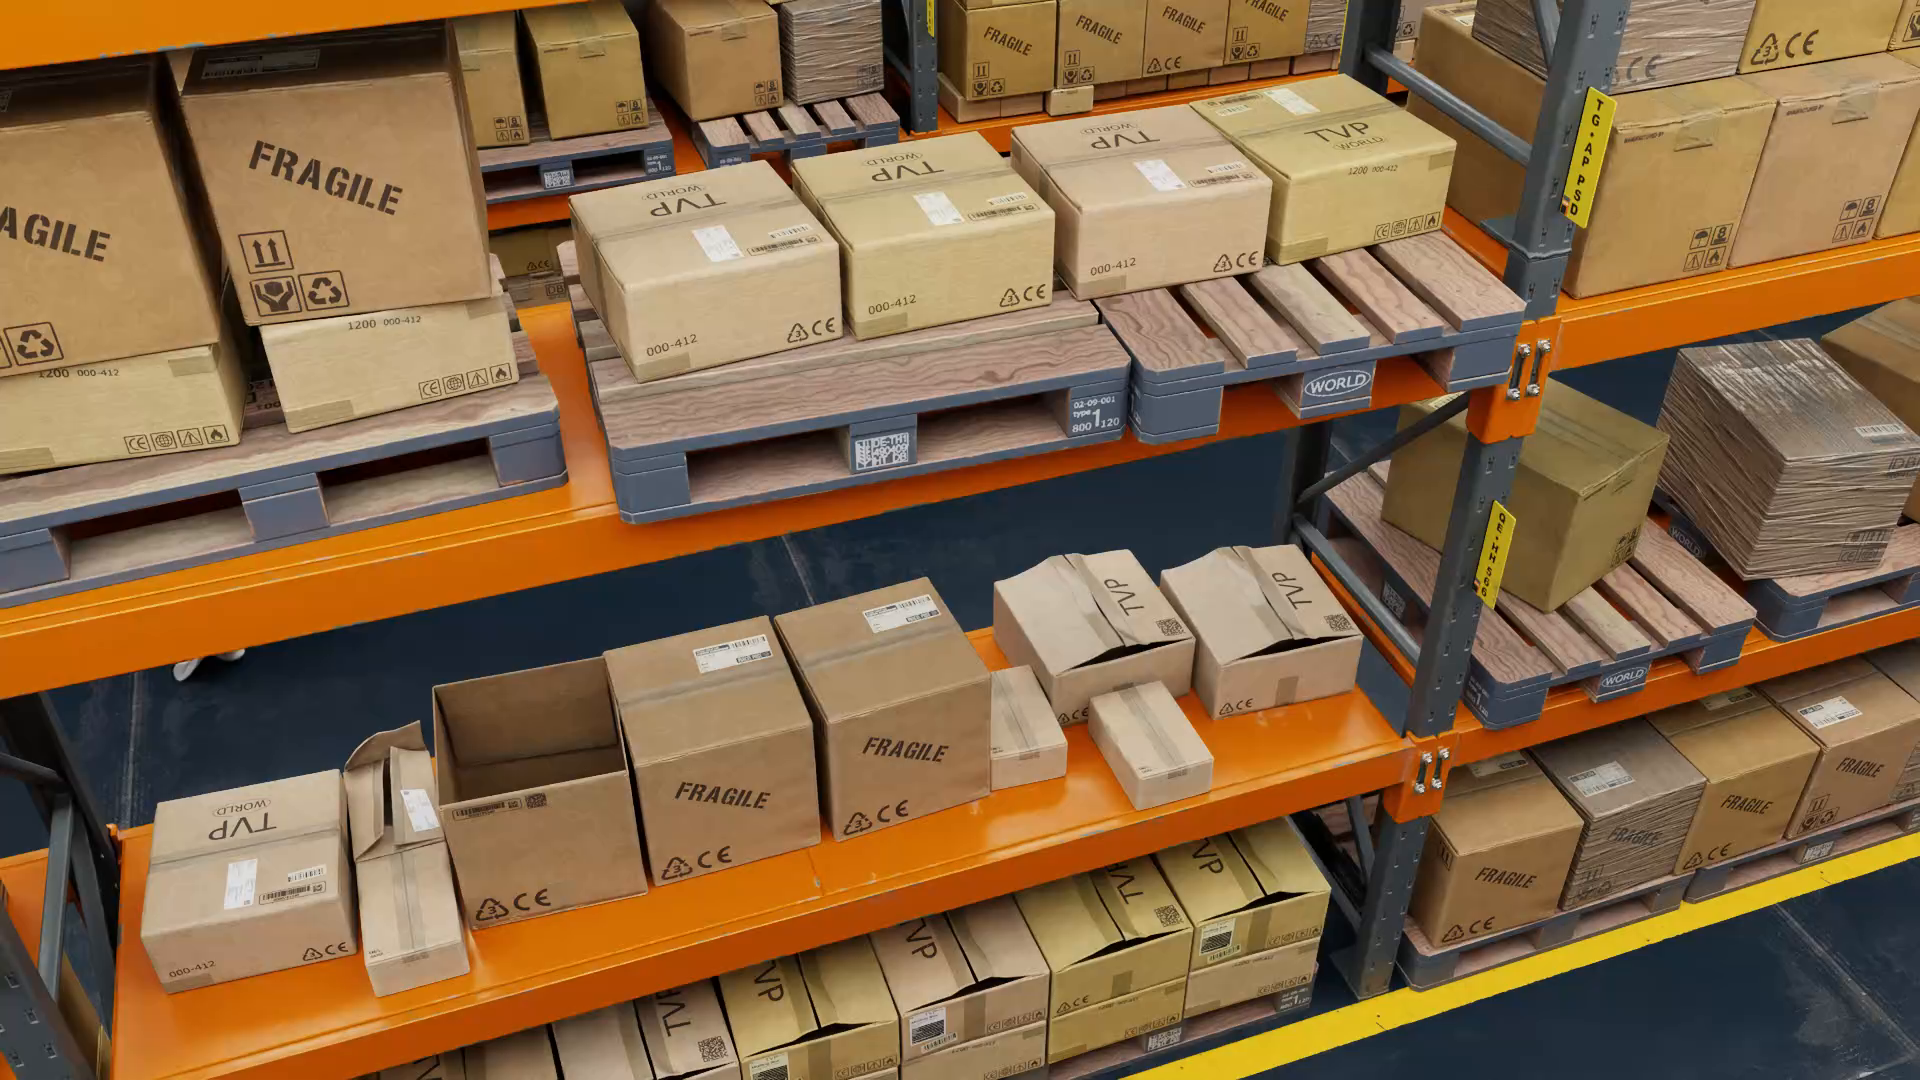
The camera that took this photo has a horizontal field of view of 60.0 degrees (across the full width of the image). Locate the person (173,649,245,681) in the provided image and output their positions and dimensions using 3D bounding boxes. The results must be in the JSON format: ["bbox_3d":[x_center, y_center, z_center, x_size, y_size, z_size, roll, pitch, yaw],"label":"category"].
[{"bbox_3d":[-3.451,-0.185,7.027,0.468,1.807,0.568,10,38,13],"label":"person"}]
